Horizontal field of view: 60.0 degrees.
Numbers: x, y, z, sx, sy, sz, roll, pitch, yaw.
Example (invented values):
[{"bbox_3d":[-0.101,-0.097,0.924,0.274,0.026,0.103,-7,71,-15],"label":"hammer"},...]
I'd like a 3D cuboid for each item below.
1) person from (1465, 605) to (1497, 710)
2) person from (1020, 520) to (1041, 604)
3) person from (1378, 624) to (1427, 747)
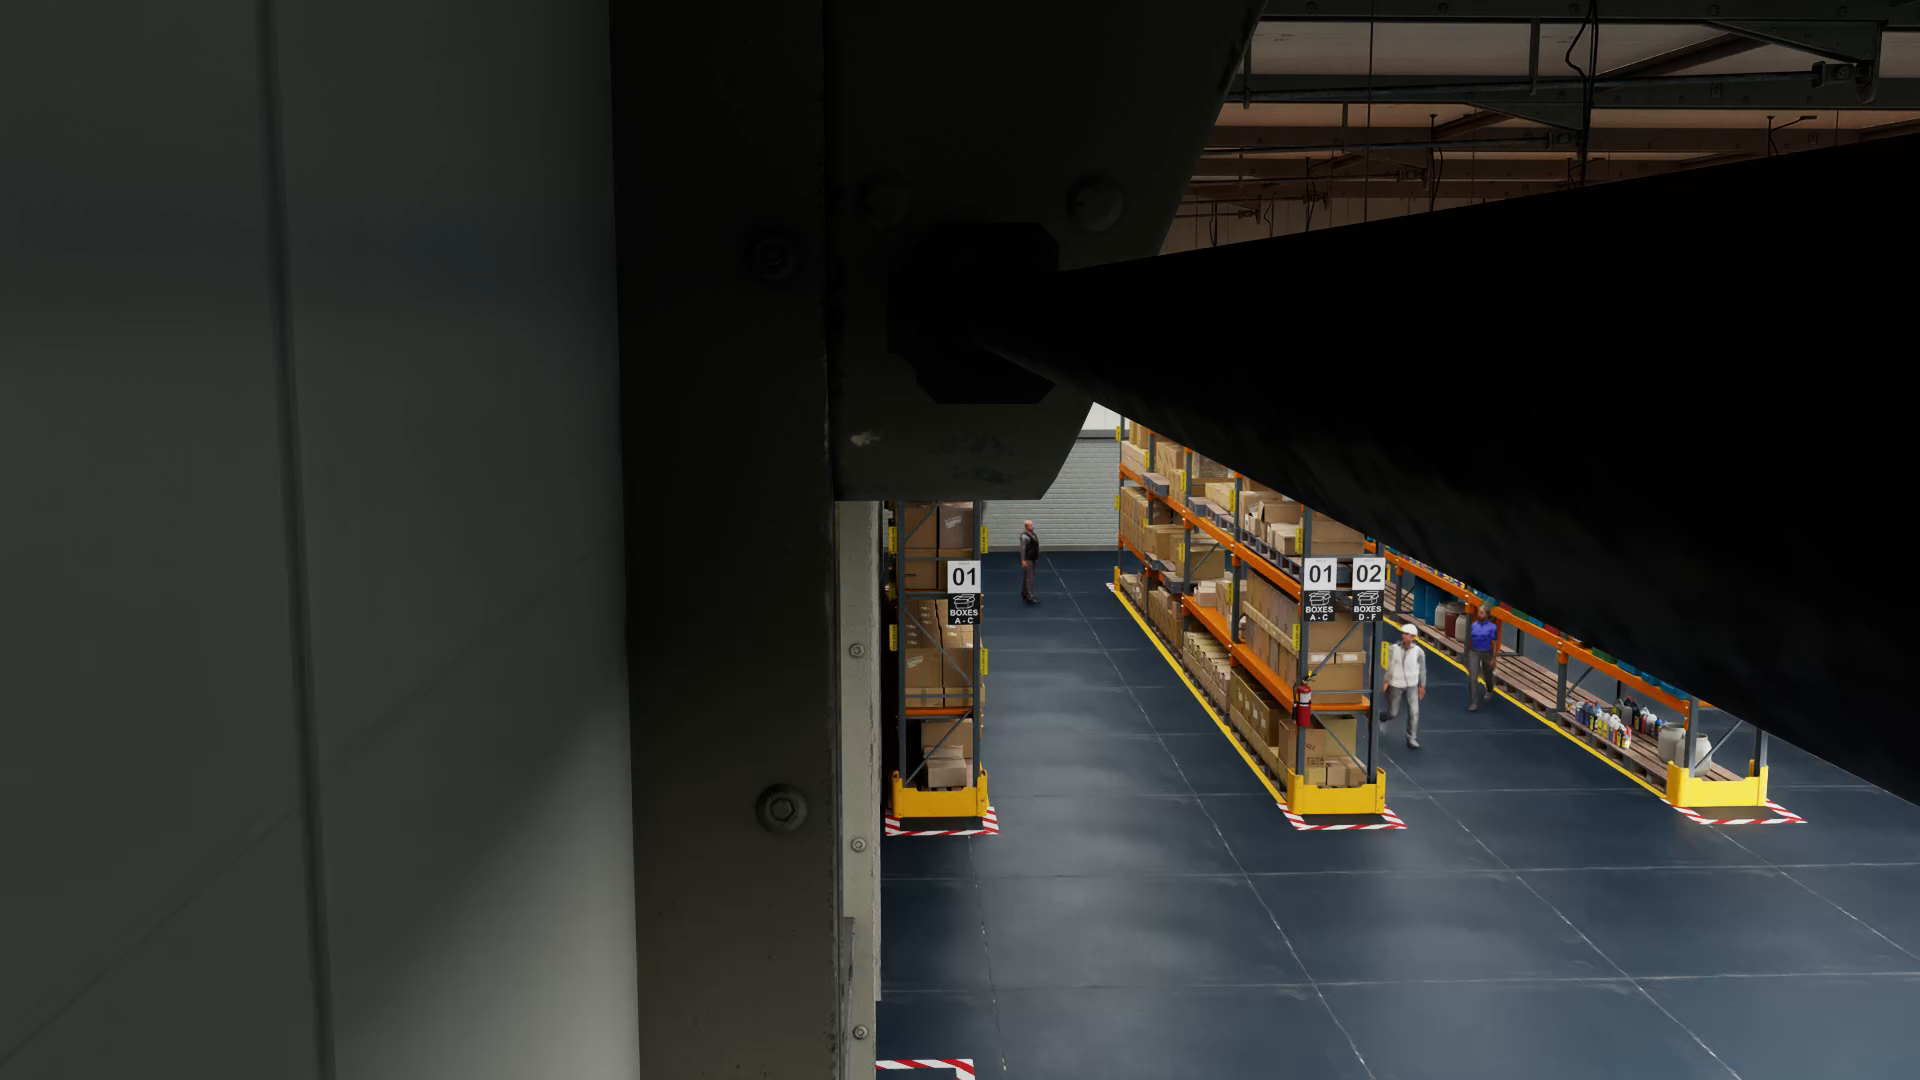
[{"bbox_3d":[8.113,1.847,25.900,0.474,1.531,0.845,3,9,21],"label":"person"},{"bbox_3d":[1.527,0.446,35.059,0.551,1.740,0.575,4,9,27],"label":"person"},{"bbox_3d":[6.343,2.047,23.847,0.603,1.729,0.846,-1,8,-8],"label":"person"}]
